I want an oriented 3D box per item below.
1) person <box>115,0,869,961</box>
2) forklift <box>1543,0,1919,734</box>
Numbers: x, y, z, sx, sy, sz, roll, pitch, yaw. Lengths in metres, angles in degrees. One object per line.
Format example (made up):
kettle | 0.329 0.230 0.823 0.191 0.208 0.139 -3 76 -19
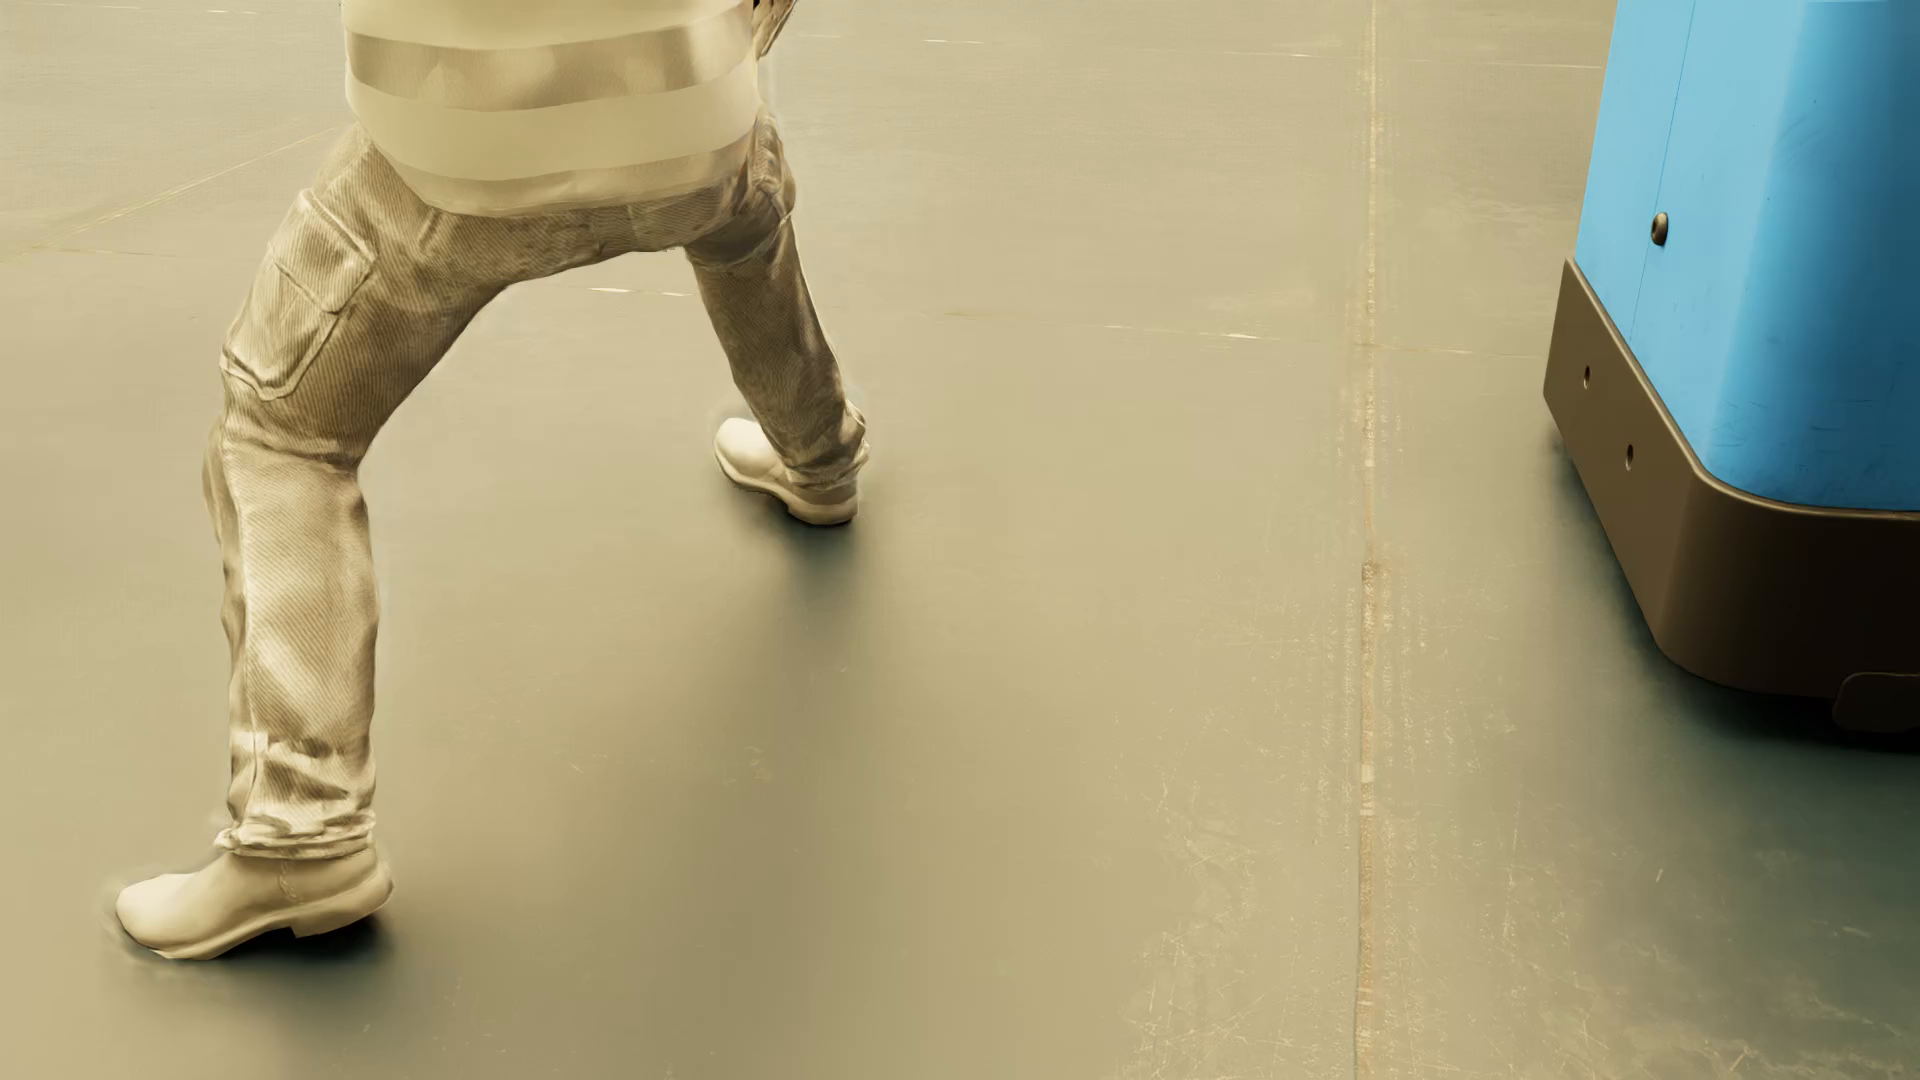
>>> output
person | -0.529 -0.539 1.838 1.077 1.617 0.982 -12 29 -22
forklift | 2.431 -1.204 1.633 3.031 2.935 1.130 4 27 7
